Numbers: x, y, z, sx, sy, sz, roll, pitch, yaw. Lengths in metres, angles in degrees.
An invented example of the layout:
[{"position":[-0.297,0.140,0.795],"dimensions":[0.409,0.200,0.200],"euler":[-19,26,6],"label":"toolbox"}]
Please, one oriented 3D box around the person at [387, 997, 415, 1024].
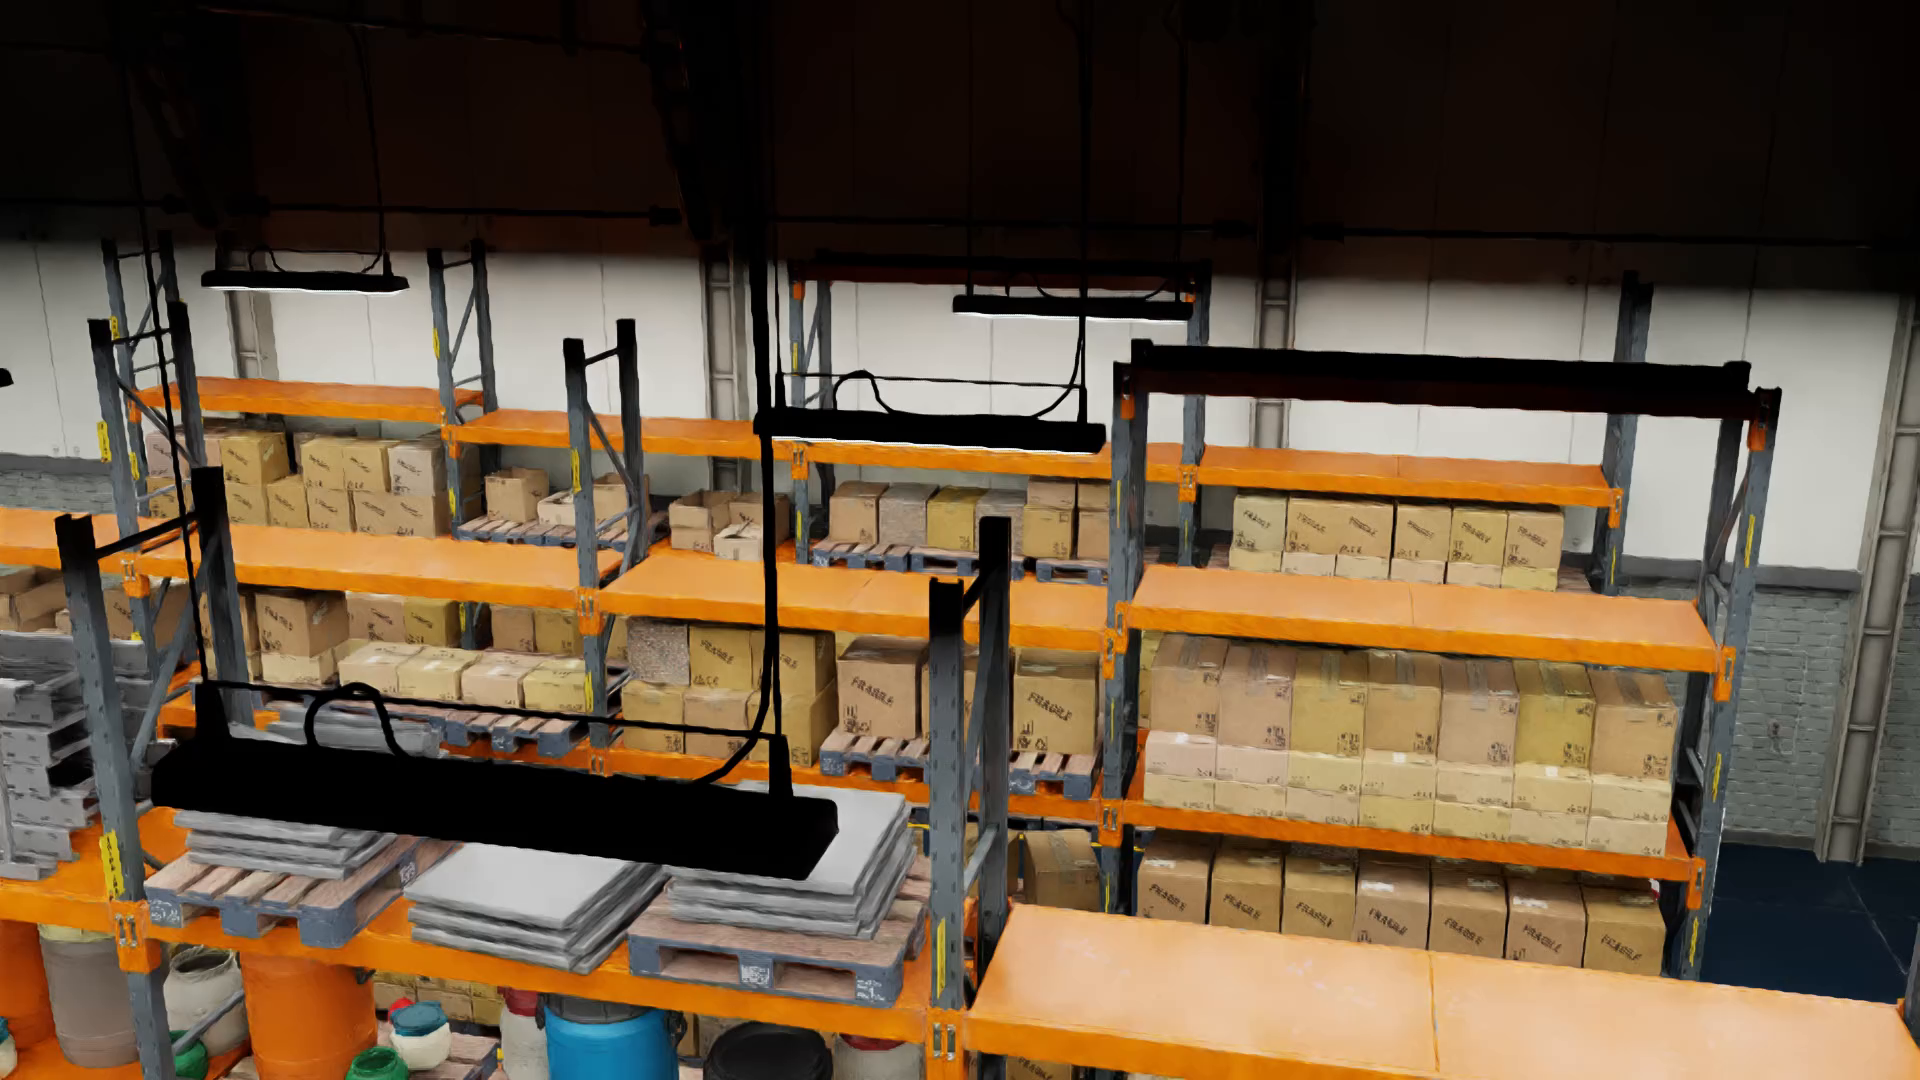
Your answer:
[{"position":[-3.766,3.986,11.490],"dimensions":[0.625,1.794,0.462],"euler":[-4,17,-14],"label":"person"}]
